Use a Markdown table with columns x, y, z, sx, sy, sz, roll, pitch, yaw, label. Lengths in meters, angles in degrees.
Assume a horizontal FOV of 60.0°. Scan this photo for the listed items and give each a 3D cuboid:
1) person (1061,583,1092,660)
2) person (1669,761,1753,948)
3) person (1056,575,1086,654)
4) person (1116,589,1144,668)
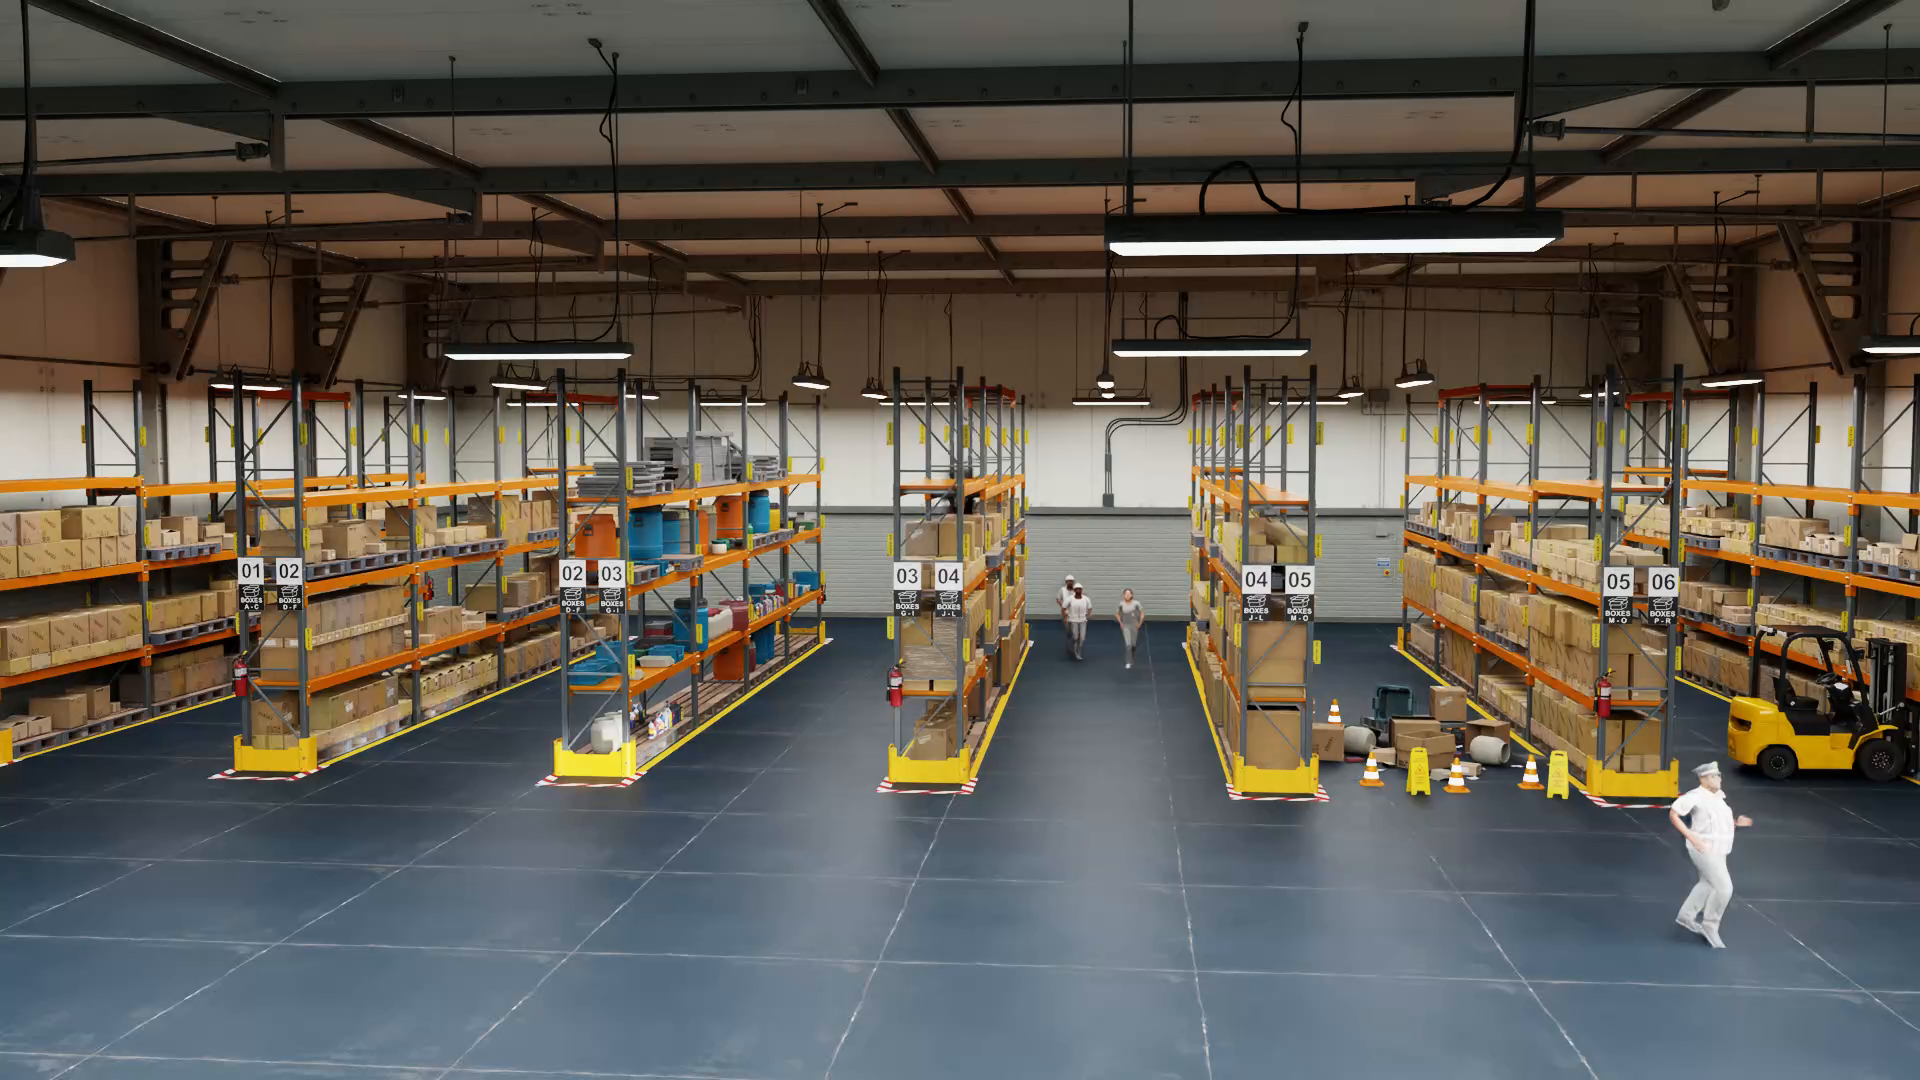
| x | y | z | sx | sy | sz | roll | pitch | yaw | label |
| --- | --- | --- | --- | --- | --- | --- | --- | --- | --- |
| 2.649 | 1.830 | 37.319 | 0.701 | 1.716 | 0.536 | -1 | 4 | -8 | person |
| 7.441 | 3.105 | 16.457 | 0.637 | 1.844 | 0.714 | -3 | 5 | -42 | person |
| 2.569 | 1.717 | 38.583 | 0.667 | 1.828 | 0.788 | 1 | 4 | 8 | person |
| 3.488 | 1.914 | 34.174 | 0.572 | 1.384 | 0.650 | 0 | 4 | 6 | person |
